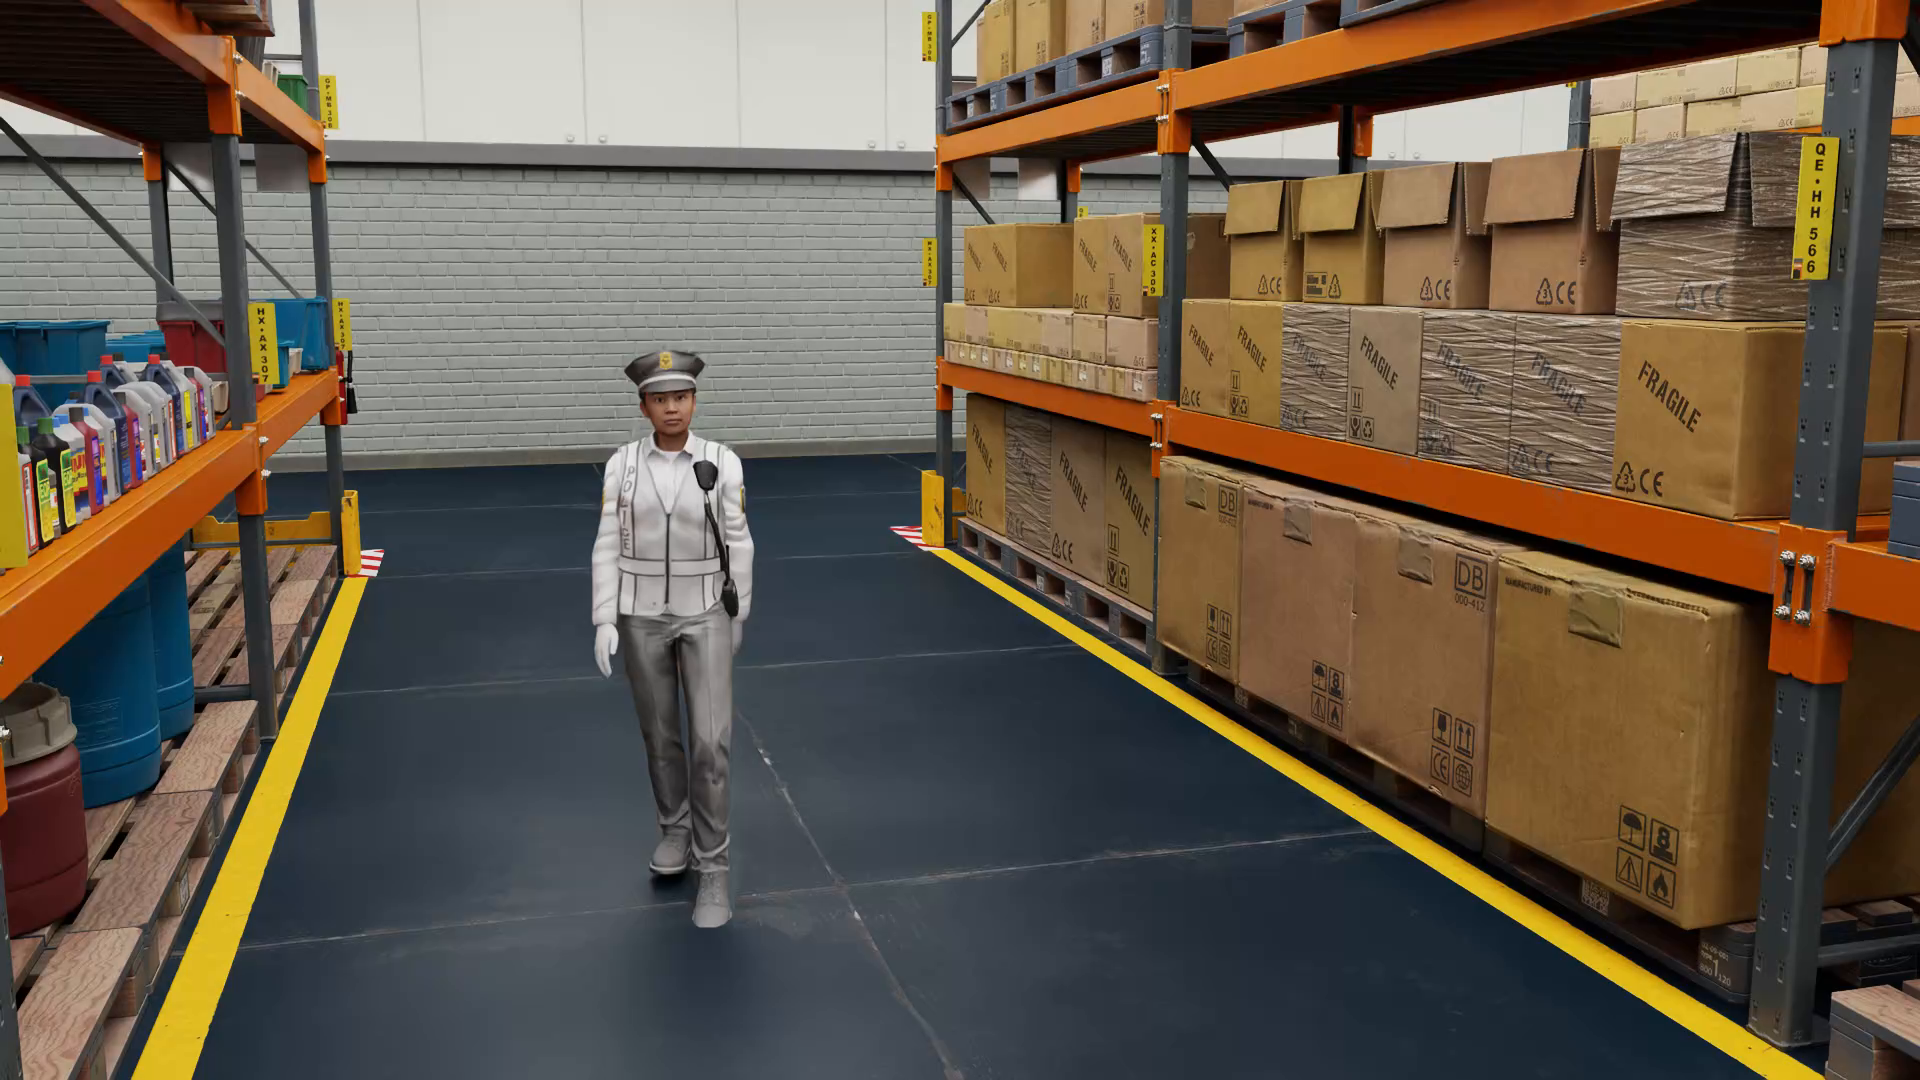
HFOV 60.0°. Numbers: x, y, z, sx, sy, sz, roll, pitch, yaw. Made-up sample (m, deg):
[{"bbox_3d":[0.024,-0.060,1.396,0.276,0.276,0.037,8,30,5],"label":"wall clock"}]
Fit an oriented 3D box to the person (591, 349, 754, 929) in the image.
[{"bbox_3d":[-0.887,0.291,5.118,0.486,1.749,0.624,0,9,-1],"label":"person"}]
